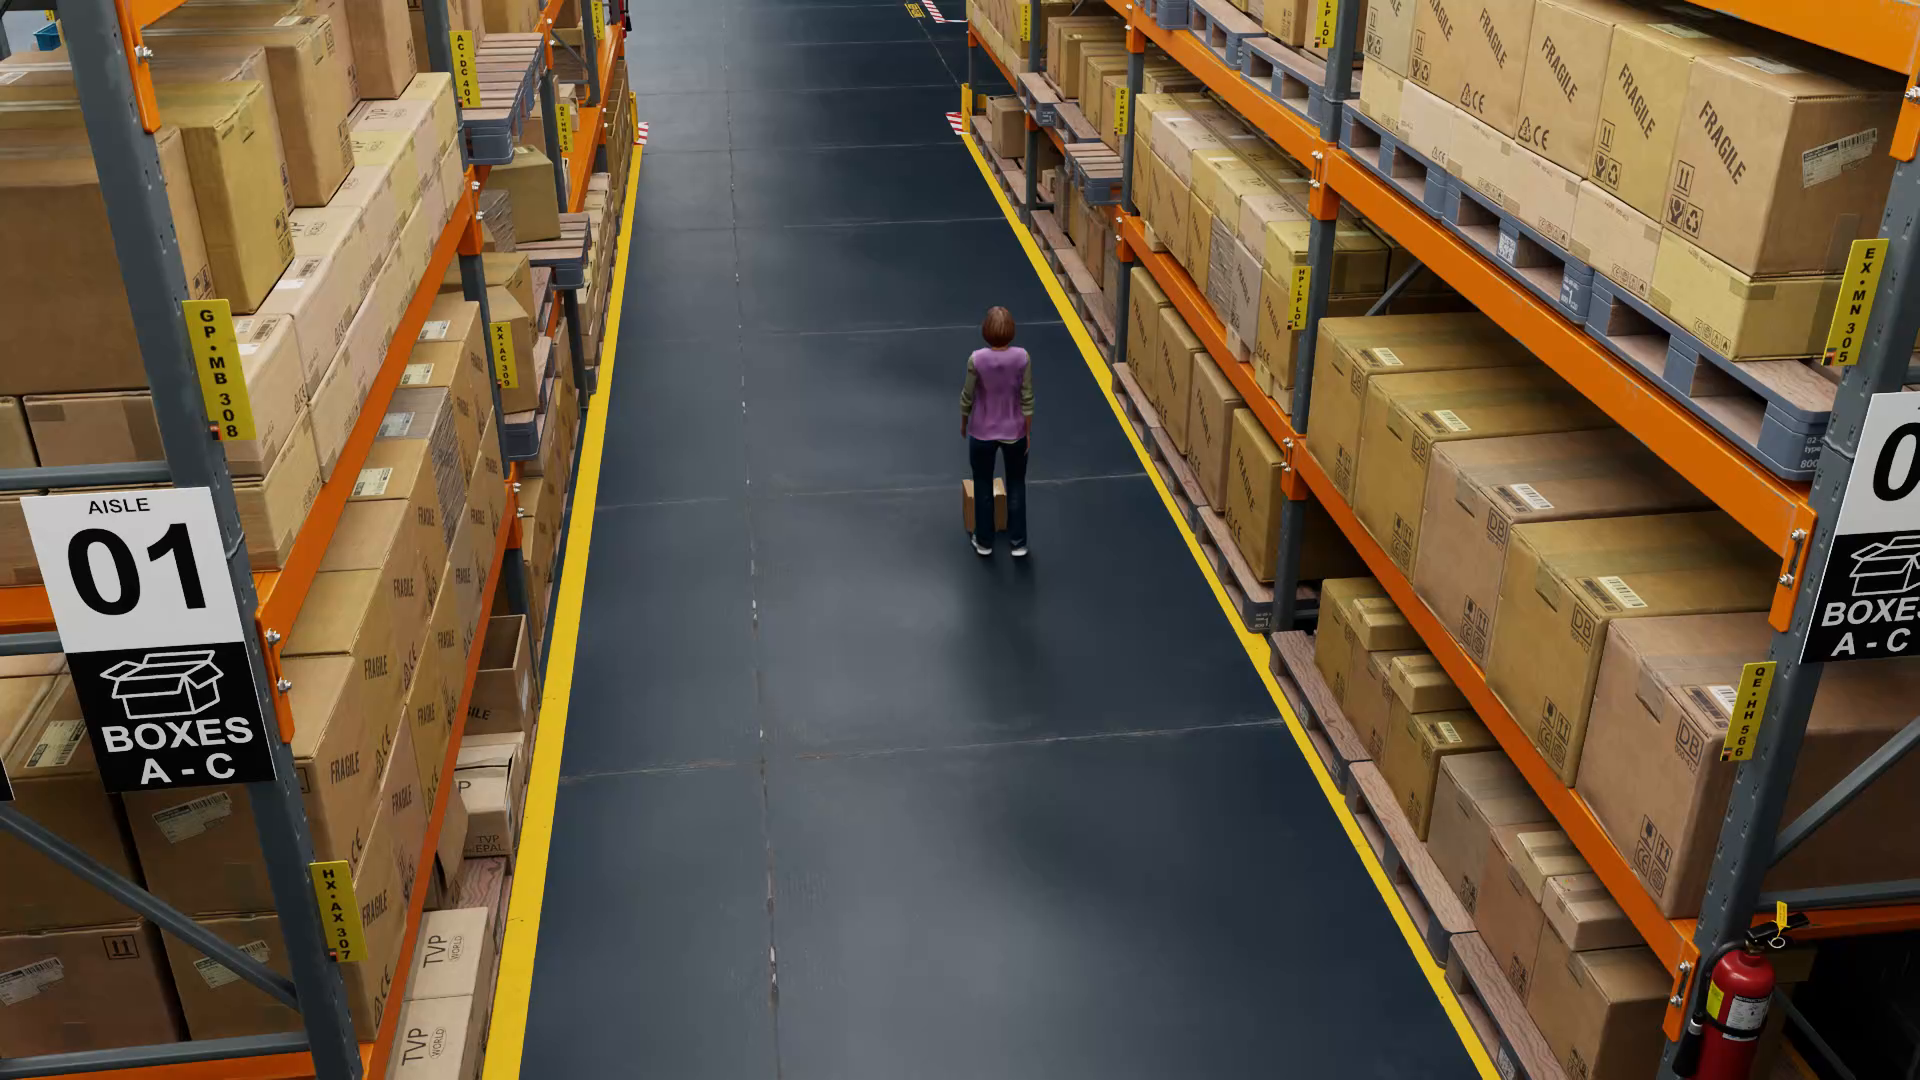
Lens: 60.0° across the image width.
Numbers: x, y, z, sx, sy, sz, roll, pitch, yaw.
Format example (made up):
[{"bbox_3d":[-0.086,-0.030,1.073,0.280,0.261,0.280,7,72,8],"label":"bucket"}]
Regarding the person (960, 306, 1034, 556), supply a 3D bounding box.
[{"bbox_3d":[0.208,-0.626,9.835,0.428,1.630,0.408,-3,28,-7],"label":"person"}]
